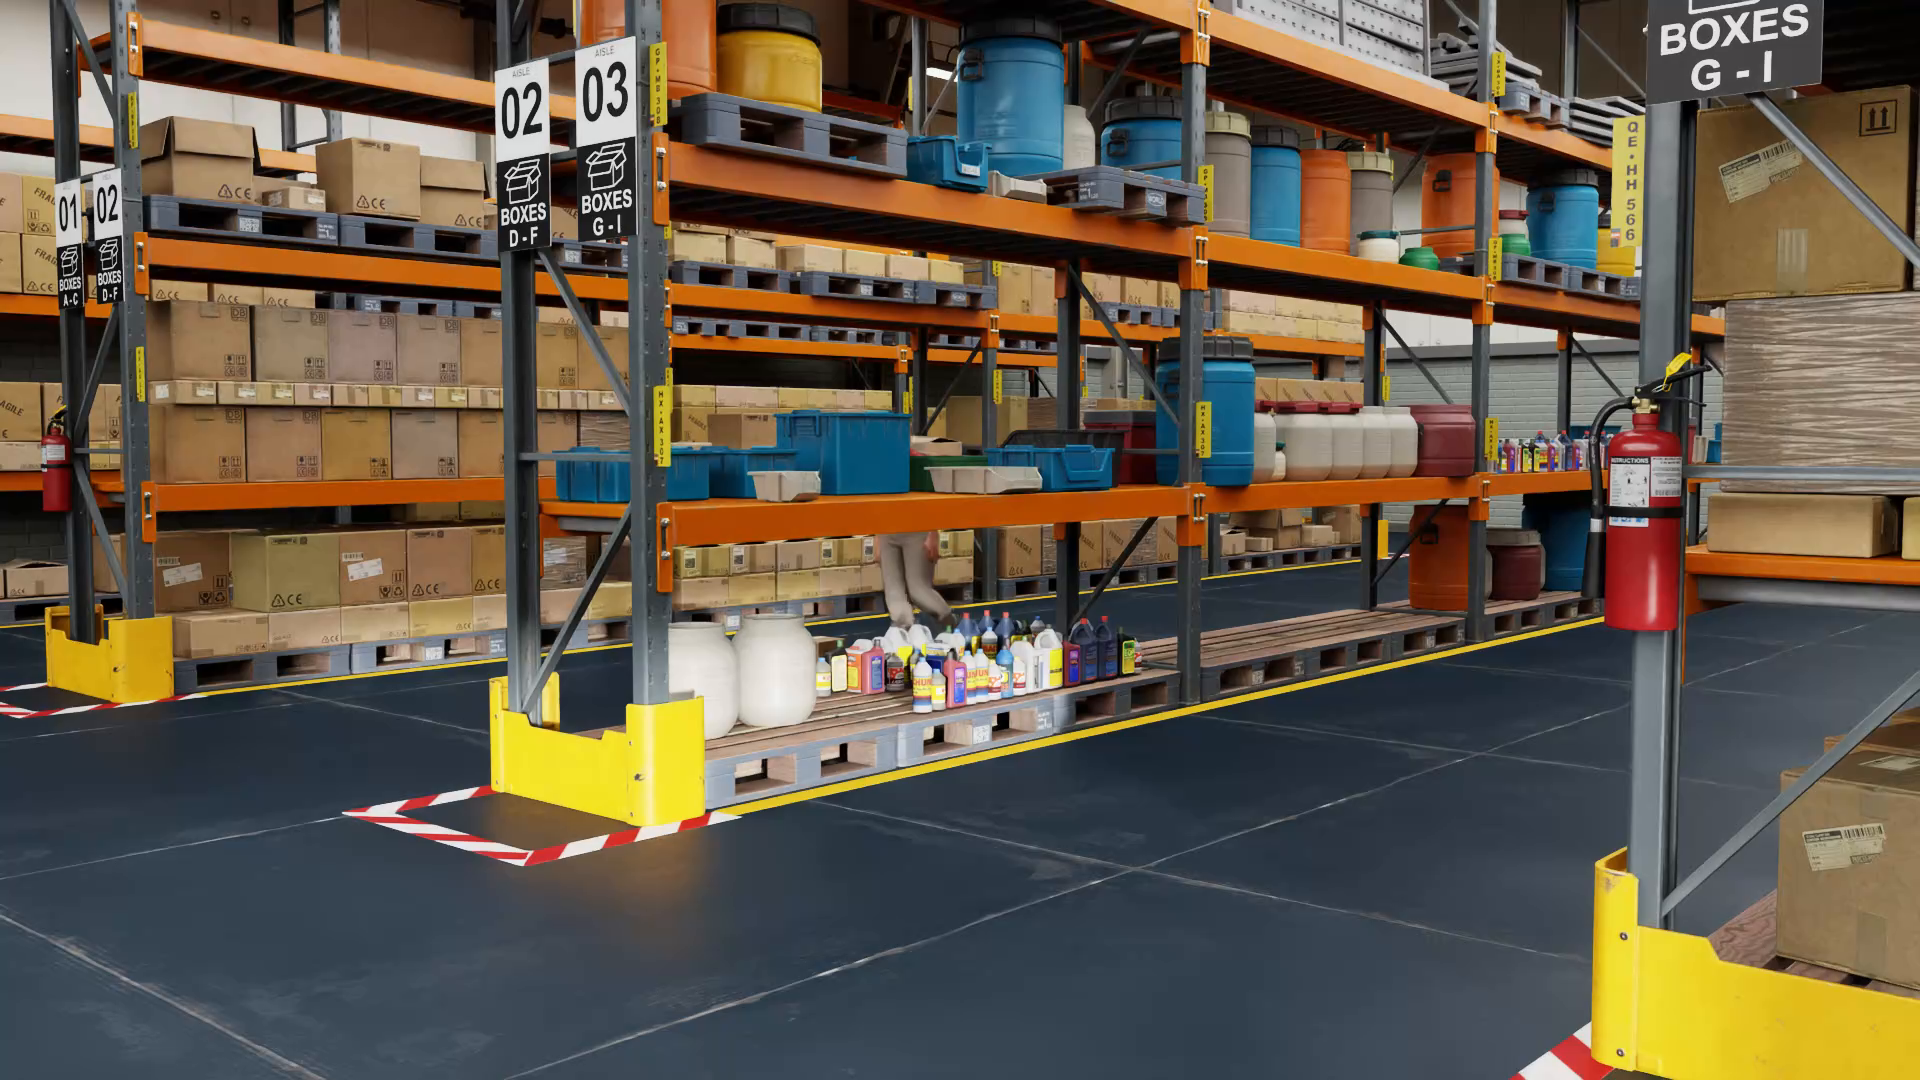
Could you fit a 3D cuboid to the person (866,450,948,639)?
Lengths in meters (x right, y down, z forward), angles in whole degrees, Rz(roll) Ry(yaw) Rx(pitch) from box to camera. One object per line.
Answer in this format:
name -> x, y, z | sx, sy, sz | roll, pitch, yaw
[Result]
person -> -0.401, 0.005, 11.593 | 0.592, 1.722, 0.525 | 2, 4, 35
